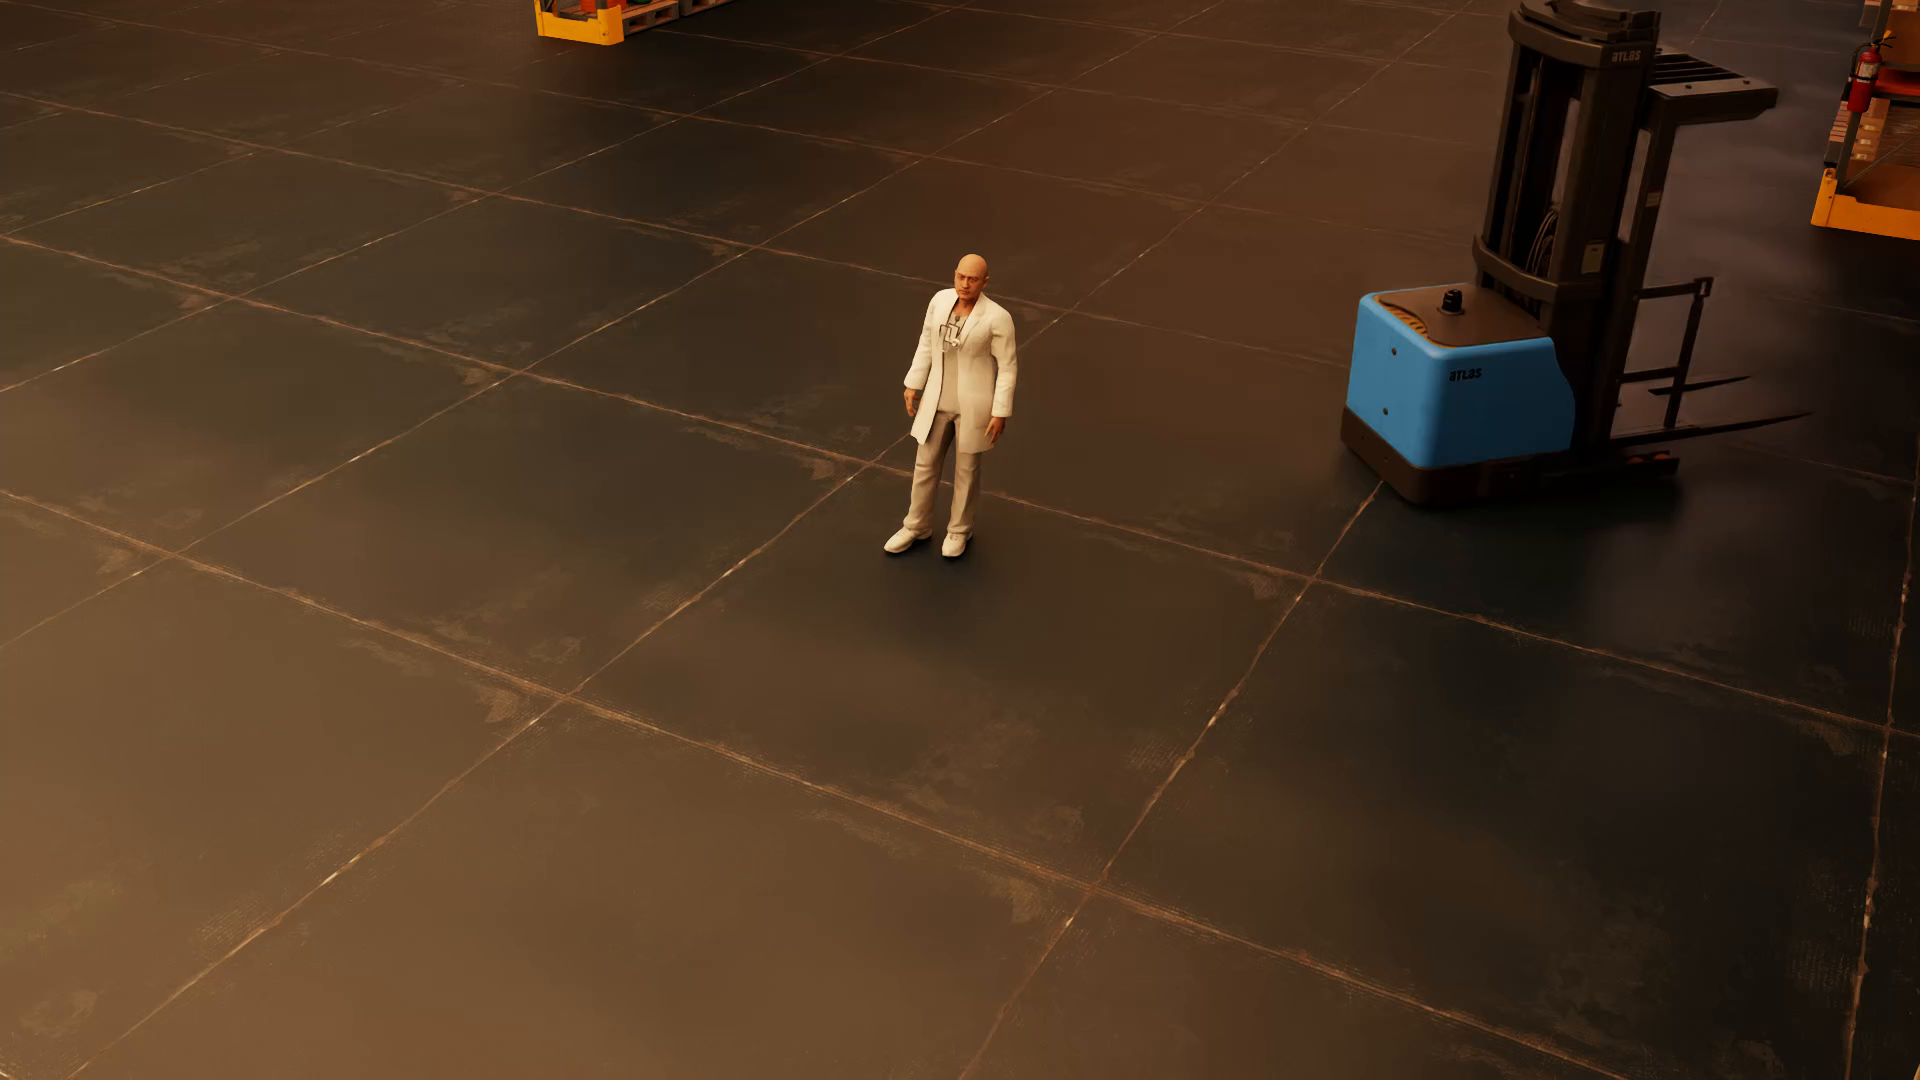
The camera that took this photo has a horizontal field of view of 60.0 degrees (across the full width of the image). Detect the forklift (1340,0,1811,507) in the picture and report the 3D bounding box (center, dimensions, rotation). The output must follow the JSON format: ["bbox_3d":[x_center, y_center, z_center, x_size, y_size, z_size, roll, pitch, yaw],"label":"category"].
[{"bbox_3d":[4.096,-1.876,10.320,3.031,2.935,1.130,-8,31,-14],"label":"forklift"}]

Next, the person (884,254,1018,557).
[{"bbox_3d":[-0.048,-0.738,9.489,0.696,1.775,0.581,15,33,25],"label":"person"}]
